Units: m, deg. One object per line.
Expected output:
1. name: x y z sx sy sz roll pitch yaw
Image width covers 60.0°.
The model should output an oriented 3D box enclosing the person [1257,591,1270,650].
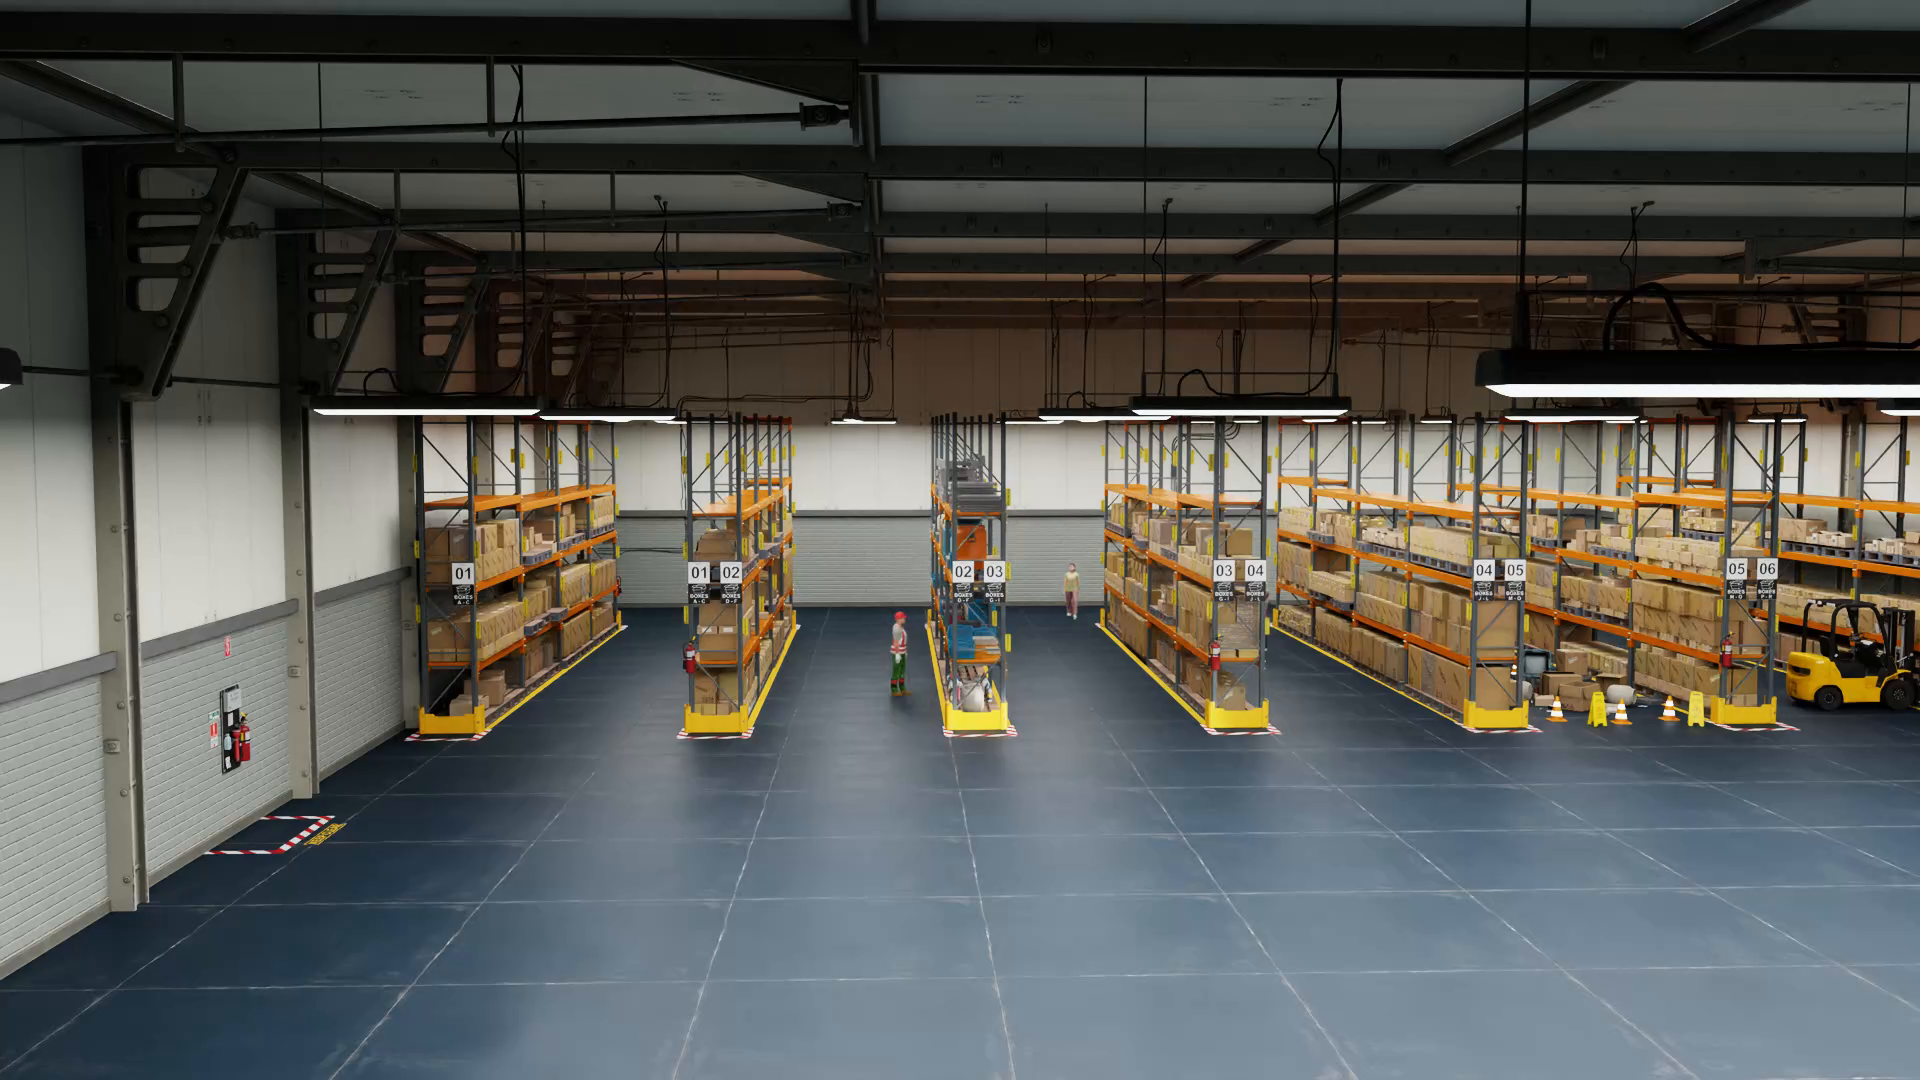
1. person: 7.647 2.055 42.219 0.402 1.598 0.486 1 4 8

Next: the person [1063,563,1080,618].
1. person: 3.338 1.509 49.737 0.494 1.613 1.011 0 4 2

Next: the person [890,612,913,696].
1. person: -1.255 2.423 35.327 0.442 1.806 0.591 1 4 8
